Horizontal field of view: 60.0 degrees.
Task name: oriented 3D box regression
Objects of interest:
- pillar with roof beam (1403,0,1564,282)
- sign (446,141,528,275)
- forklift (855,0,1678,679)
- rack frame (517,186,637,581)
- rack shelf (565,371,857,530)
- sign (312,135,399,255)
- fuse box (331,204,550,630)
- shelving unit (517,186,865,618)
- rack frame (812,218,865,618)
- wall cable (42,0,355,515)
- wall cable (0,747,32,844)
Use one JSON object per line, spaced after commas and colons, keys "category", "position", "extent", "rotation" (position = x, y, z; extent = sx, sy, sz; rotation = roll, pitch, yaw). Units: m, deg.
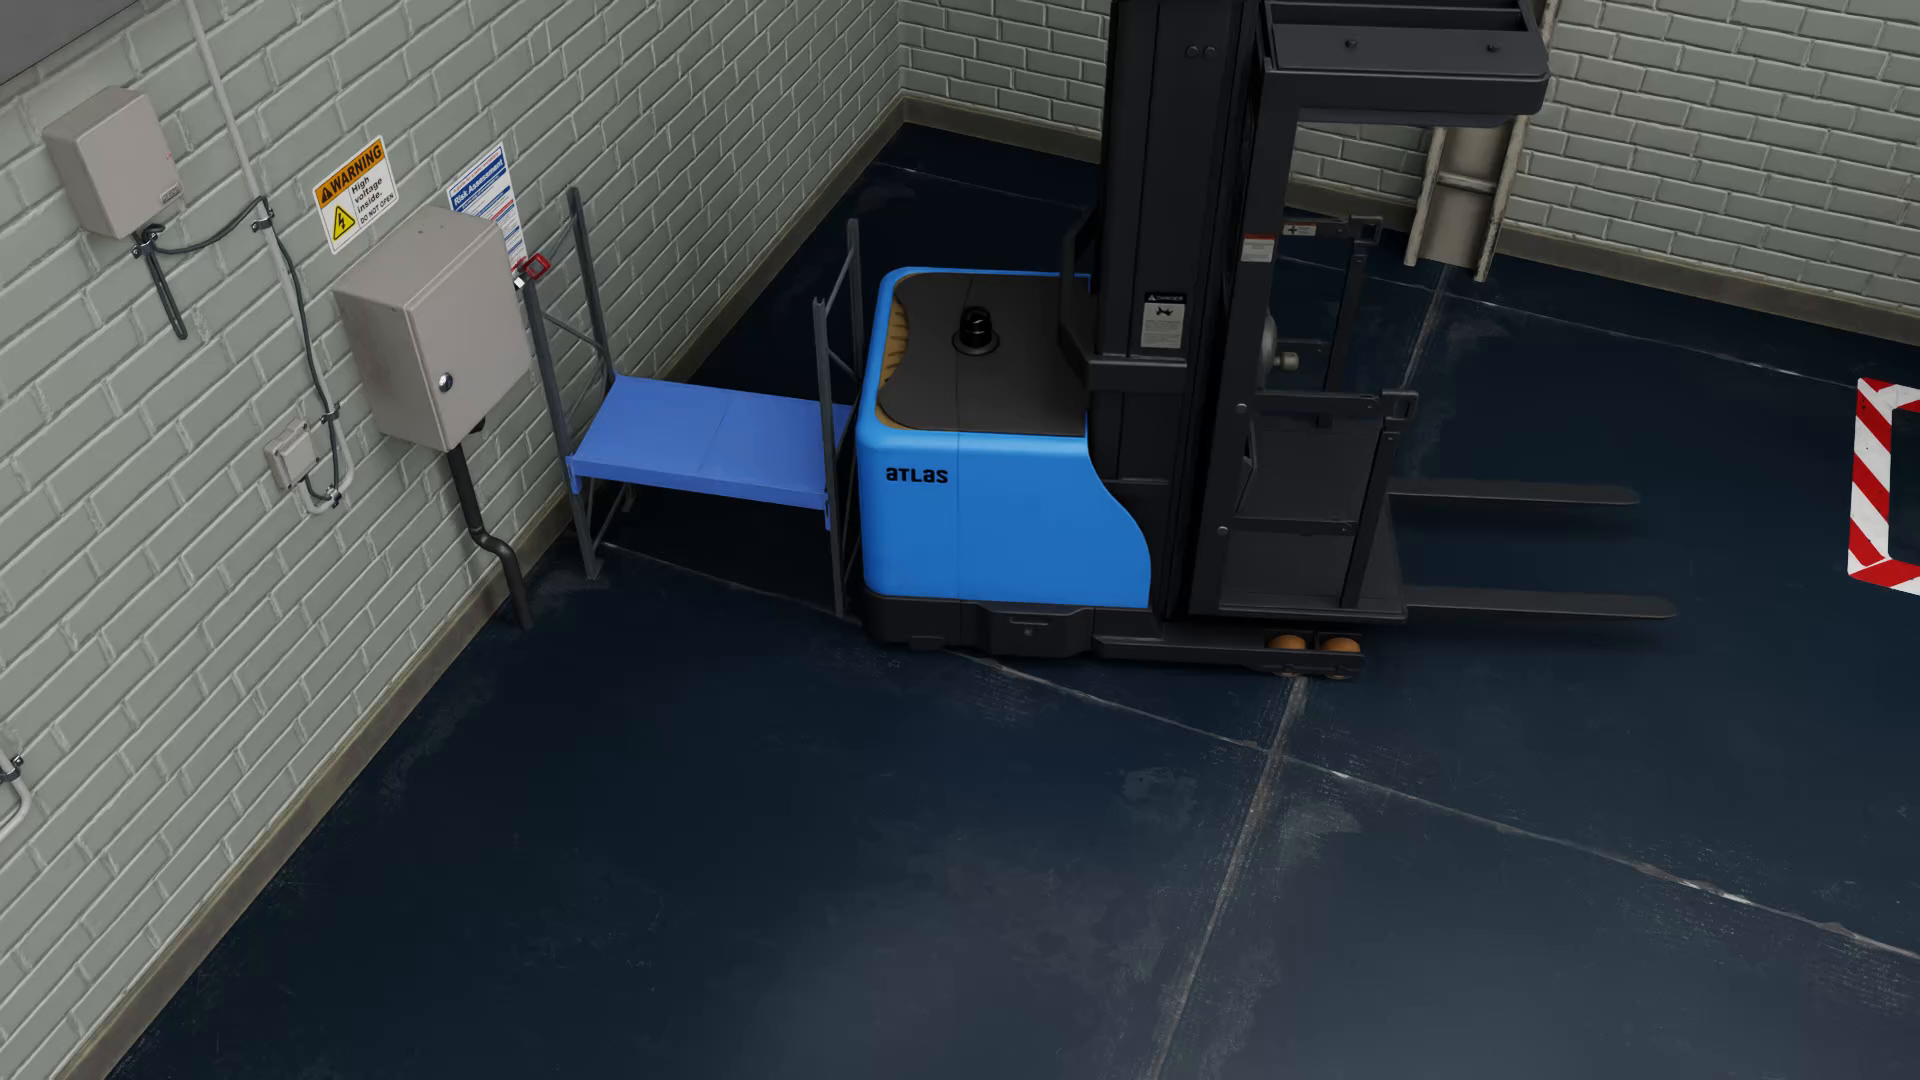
{"category": "pillar with roof beam", "position": [0.740, -1.779, 2.158], "extent": [0.400, 9.000, 9.100], "rotation": [16, 47, 16]}
{"category": "sign", "position": [-1.639, -1.091, 5.788], "extent": [0.001, 0.494, 0.329], "rotation": [16, 47, 16]}
{"category": "forklift", "position": [1.169, -0.908, 5.584], "extent": [3.031, 2.935, 1.130], "rotation": [3, 45, 3]}
{"category": "rack frame", "position": [-1.412, -0.546, 6.235], "extent": [0.032, 1.500, 0.500], "rotation": [8, 45, 8]}
{"category": "rack shelf", "position": [-0.914, -0.347, 6.291], "extent": [1.000, 0.185, 0.538], "rotation": [8, 45, 8]}
{"category": "sign", "position": [-1.850, -1.060, 5.104], "extent": [0.001, 0.242, 0.339], "rotation": [16, 47, 16]}
{"category": "fuse box", "position": [-1.638, -0.291, 5.829], "extent": [0.414, 1.711, 0.539], "rotation": [16, 47, 16]}
{"category": "shelving unit", "position": [-0.914, -0.475, 6.164], "extent": [1.048, 1.500, 0.538], "rotation": [8, 45, 8]}
{"category": "rack frame", "position": [-0.416, -0.404, 6.092], "extent": [0.032, 1.500, 0.500], "rotation": [8, 45, 8]}
{"category": "wall cable", "position": [-2.046, -0.706, 4.613], "extent": [0.122, 1.984, 0.588], "rotation": [16, 47, 16]}
{"category": "wall cable", "position": [-2.581, 0.209, 3.671], "extent": [0.123, 1.953, 0.585], "rotation": [16, 47, 16]}
